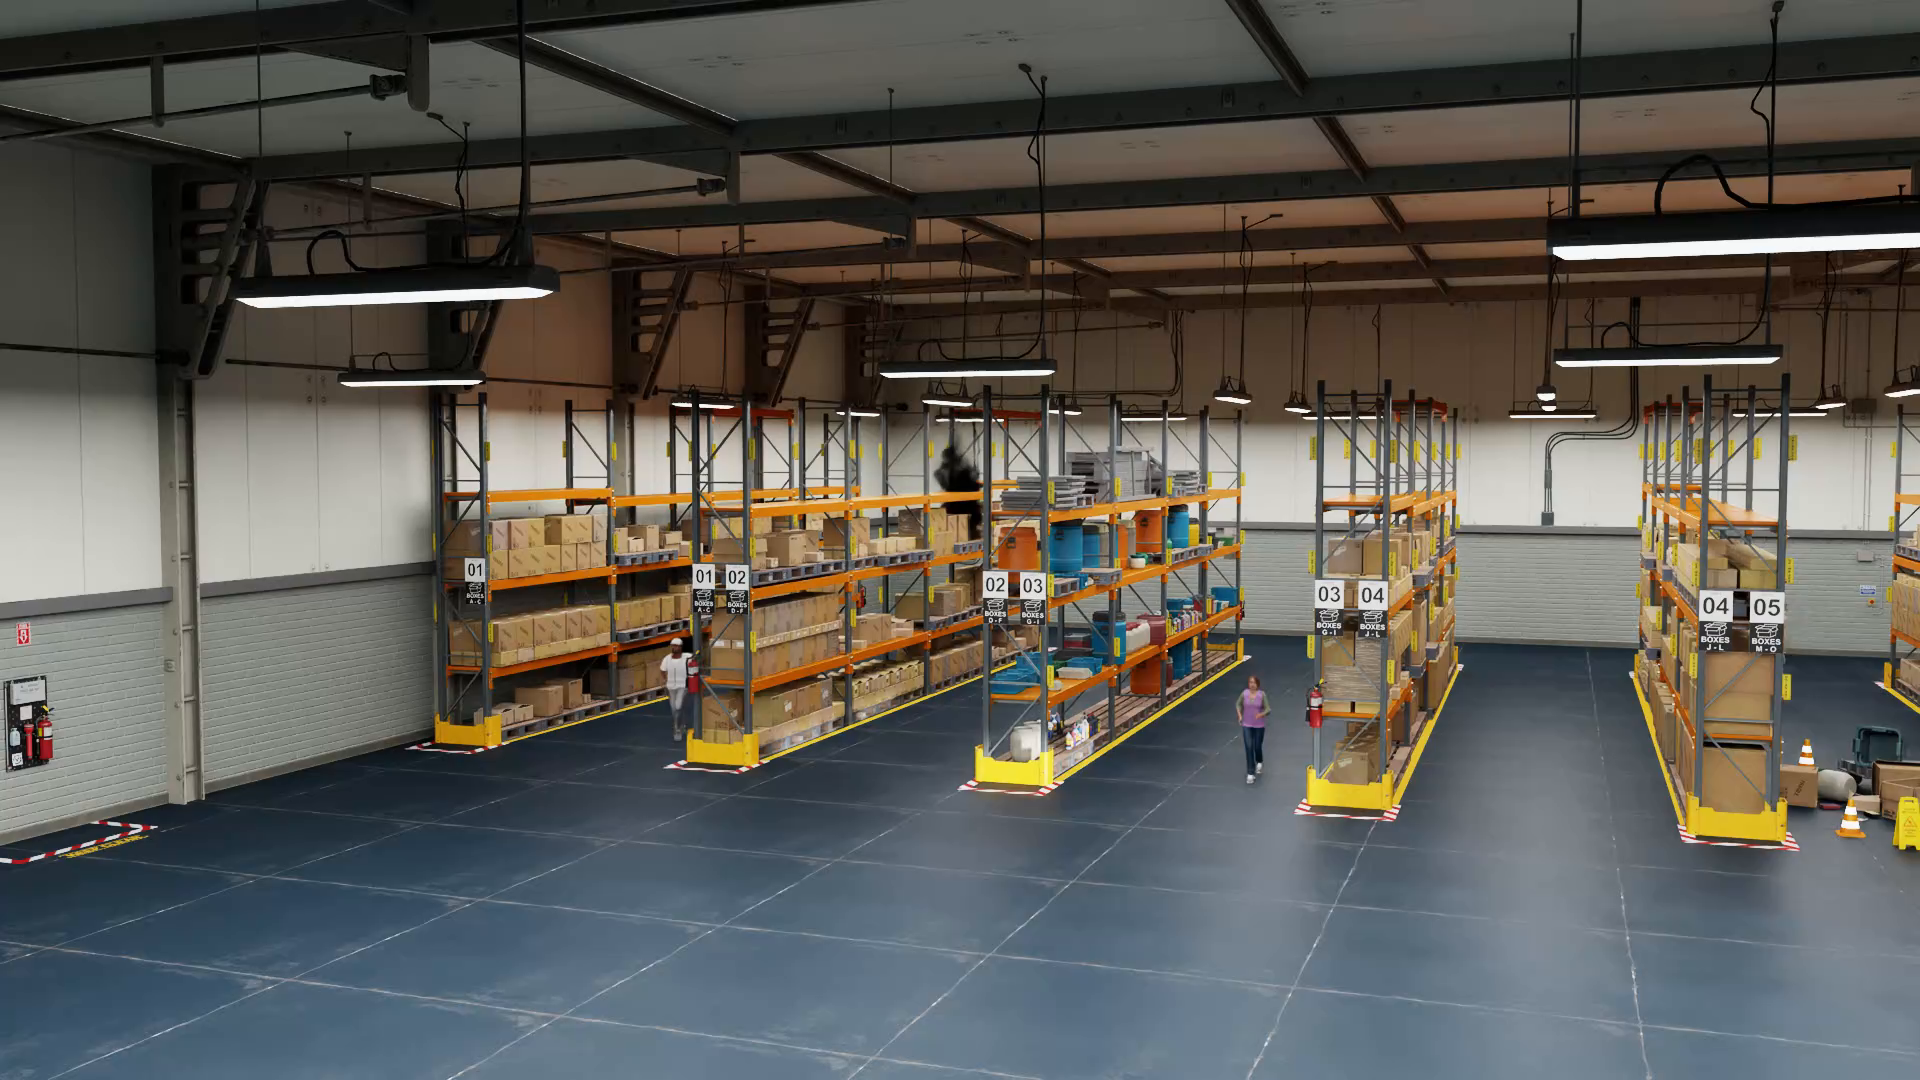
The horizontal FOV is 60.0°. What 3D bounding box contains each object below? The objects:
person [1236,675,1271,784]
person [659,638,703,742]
[{"bbox_3d":[4.465,2.855,25.344,0.539,1.606,0.752,1,3,15],"label":"person"},{"bbox_3d":[-4.895,2.603,28.945,0.707,1.794,0.741,1,3,15],"label":"person"}]
